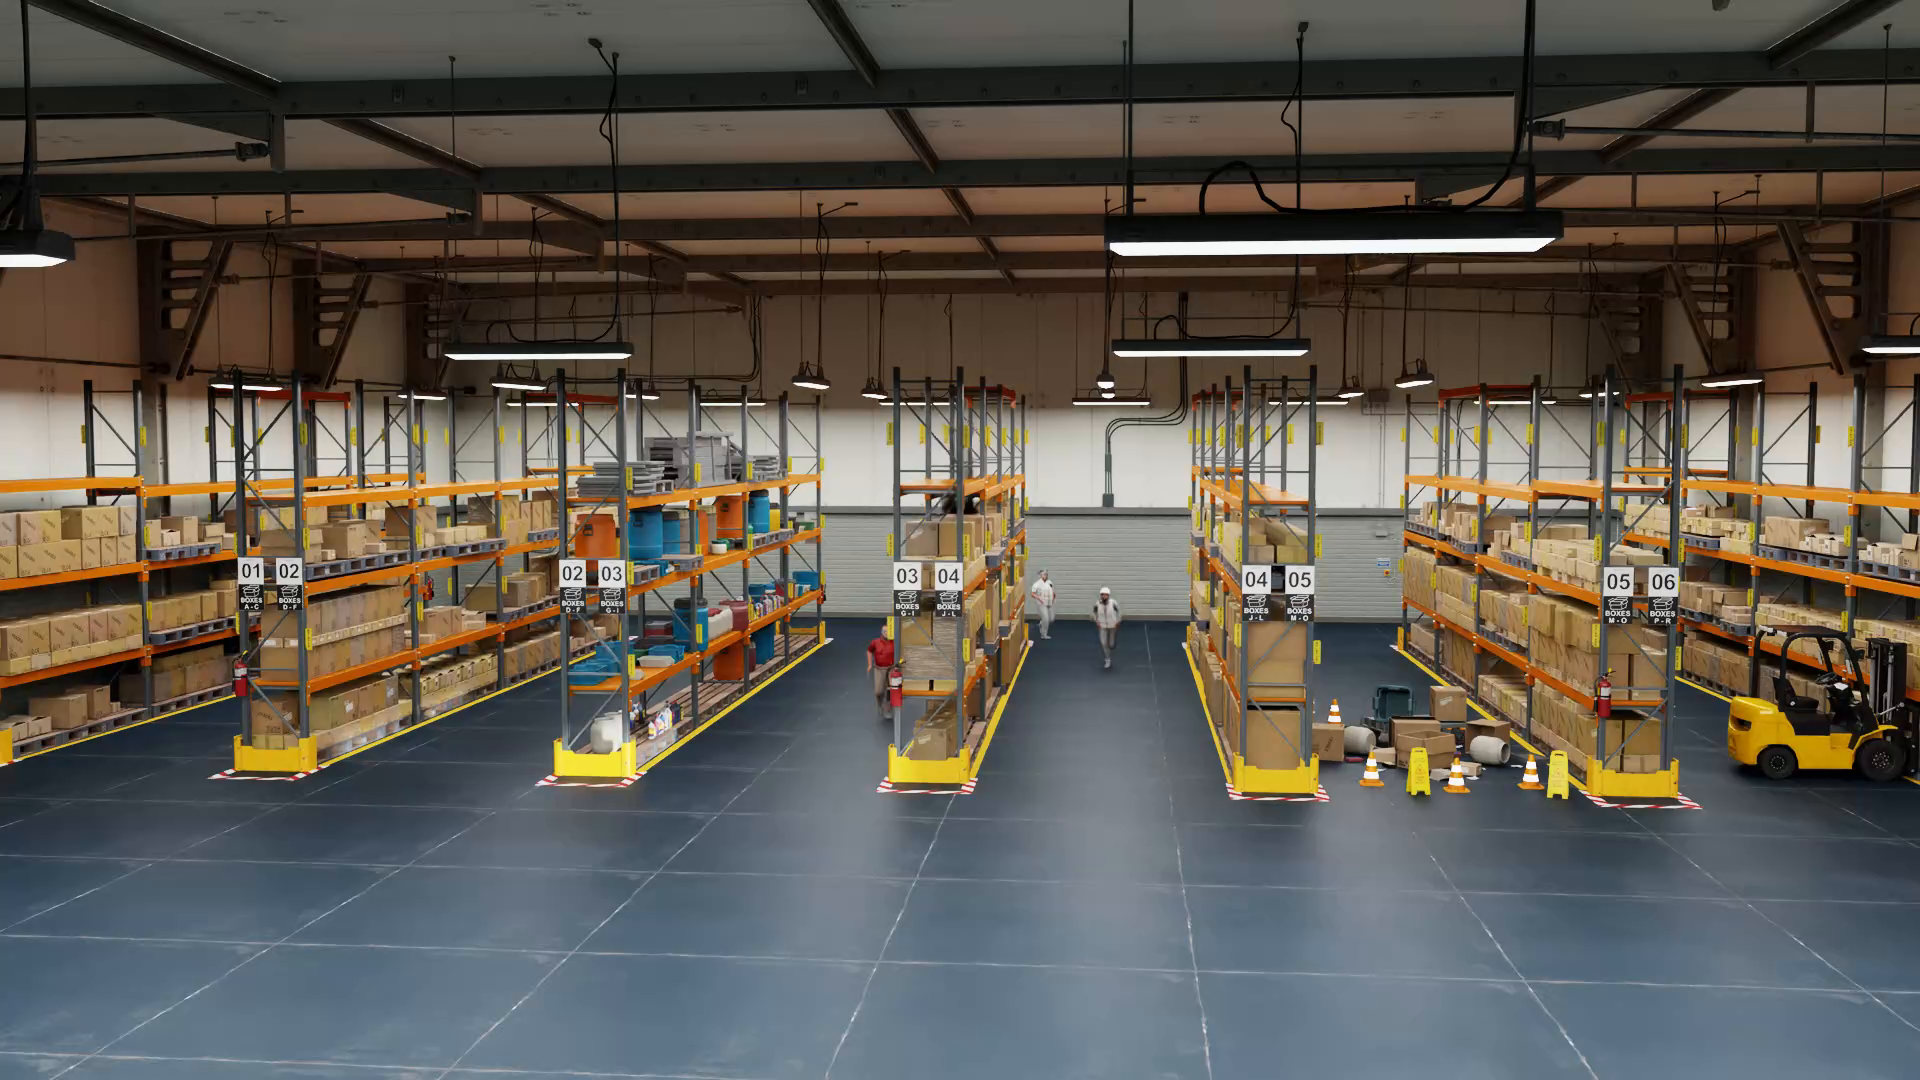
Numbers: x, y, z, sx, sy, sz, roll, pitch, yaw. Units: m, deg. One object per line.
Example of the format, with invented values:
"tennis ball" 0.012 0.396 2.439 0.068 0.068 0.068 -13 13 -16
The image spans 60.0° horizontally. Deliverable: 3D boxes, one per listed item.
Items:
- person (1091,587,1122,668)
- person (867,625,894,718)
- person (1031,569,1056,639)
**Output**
"person" 3.217 1.898 36.436 0.675 1.754 0.806 0 4 8
"person" -1.320 2.332 29.323 0.651 1.671 0.671 0 4 -1
"person" 2.074 1.573 41.216 0.664 1.733 0.622 -2 4 -32
